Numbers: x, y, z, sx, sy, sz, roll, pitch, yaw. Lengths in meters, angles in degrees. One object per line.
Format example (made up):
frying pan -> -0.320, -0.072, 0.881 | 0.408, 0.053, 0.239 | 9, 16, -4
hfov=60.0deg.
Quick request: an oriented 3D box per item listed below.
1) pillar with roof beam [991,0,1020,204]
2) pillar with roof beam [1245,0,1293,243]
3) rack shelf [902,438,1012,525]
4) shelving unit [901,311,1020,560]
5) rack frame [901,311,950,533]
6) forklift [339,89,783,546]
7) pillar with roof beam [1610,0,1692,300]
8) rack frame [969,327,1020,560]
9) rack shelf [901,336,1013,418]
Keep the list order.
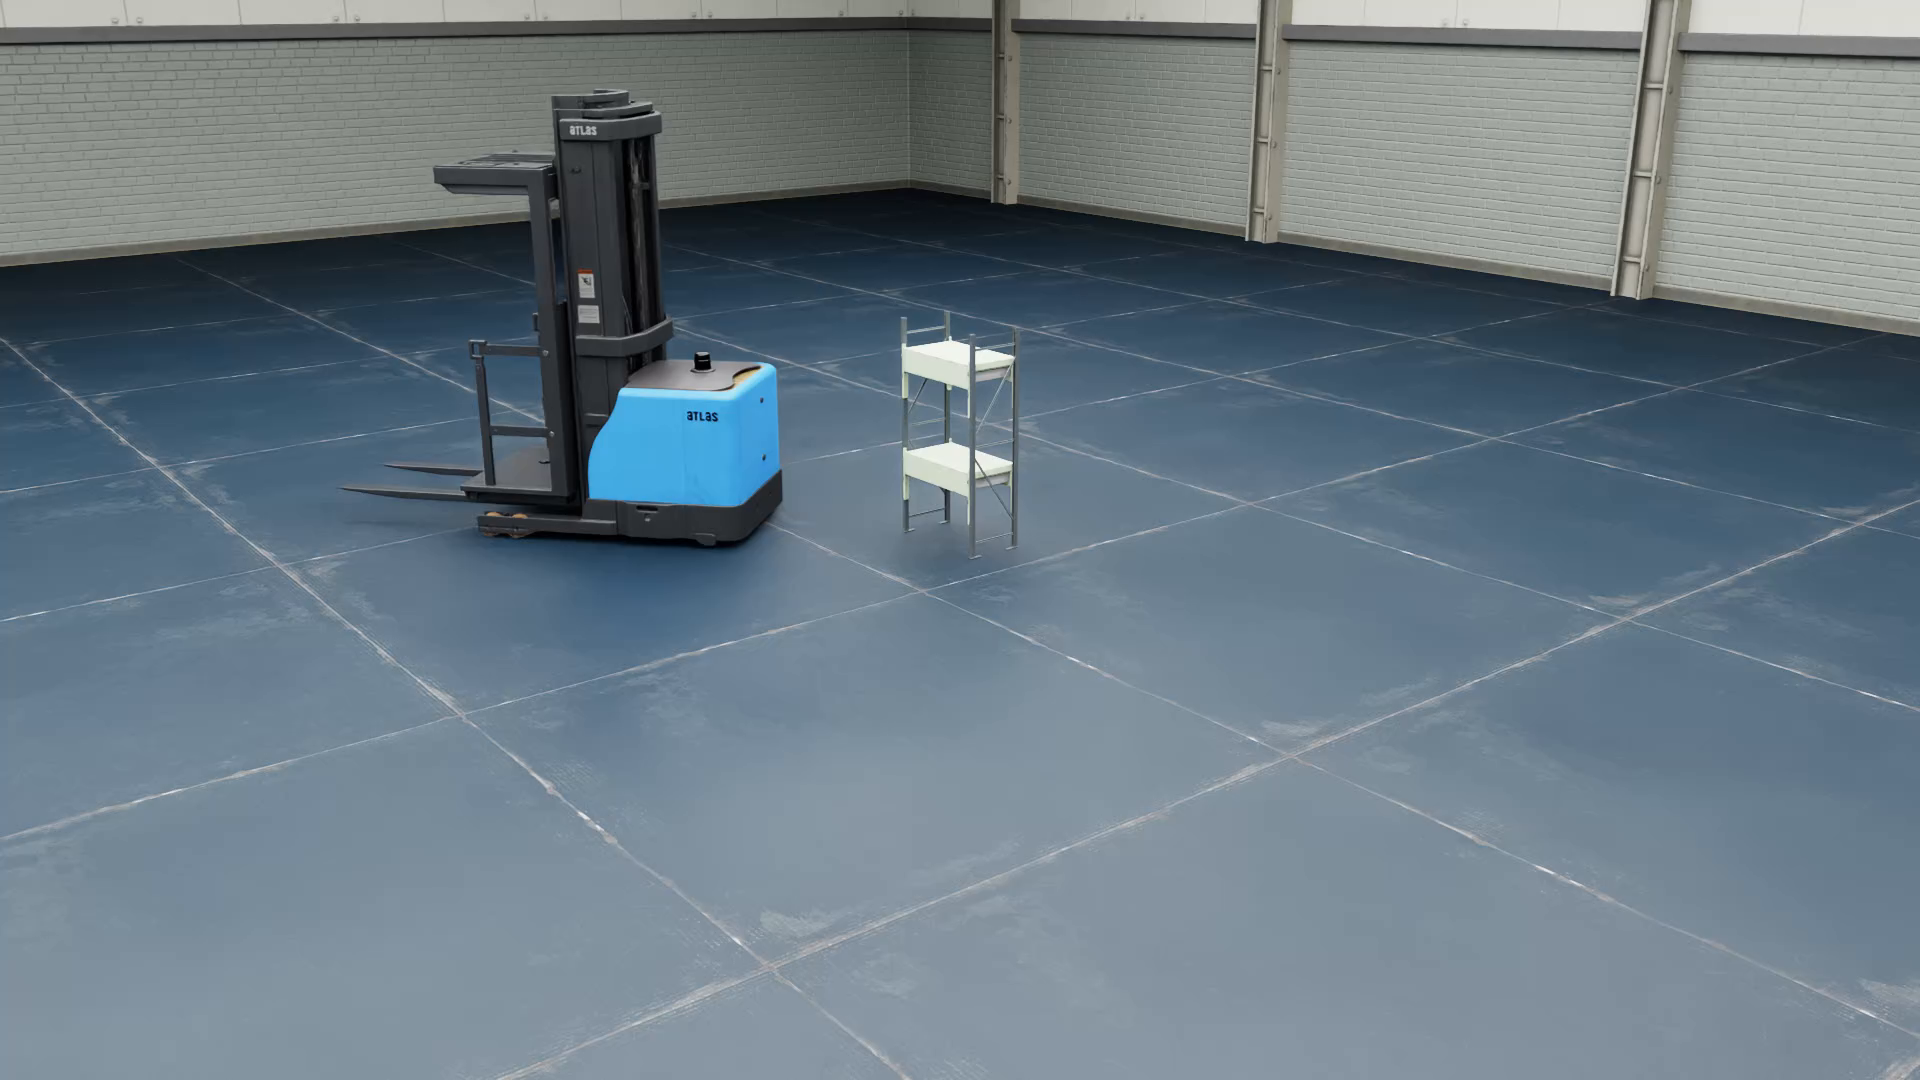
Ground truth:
pillar with roof beam -> -2.589, -9.379, 25.371 | 9.100, 9.000, 0.400 | -14, 23, -36
pillar with roof beam -> 1.137, -7.901, 20.907 | 9.100, 9.000, 0.400 | -14, 23, -36
rack shelf -> -0.004, -0.404, 11.234 | 0.431, 0.370, 0.720 | -14, 23, -36
shelving unit -> -0.004, -0.714, 11.132 | 0.431, 1.500, 0.755 | -14, 23, -36
rack frame -> -0.231, -0.804, 11.404 | 0.400, 1.500, 0.023 | -14, 23, -36
forklift -> -2.846, -1.561, 11.415 | 3.031, 2.935, 1.130 | 3, 19, 10
pillar with roof beam -> 4.862, -6.422, 16.442 | 9.100, 9.000, 0.400 | -14, 23, -36
rack frame -> 0.223, -0.623, 10.859 | 0.400, 1.500, 0.023 | -14, 23, -36
rack shelf -> -0.004, -1.084, 11.009 | 0.431, 0.370, 0.720 | -14, 23, -36
